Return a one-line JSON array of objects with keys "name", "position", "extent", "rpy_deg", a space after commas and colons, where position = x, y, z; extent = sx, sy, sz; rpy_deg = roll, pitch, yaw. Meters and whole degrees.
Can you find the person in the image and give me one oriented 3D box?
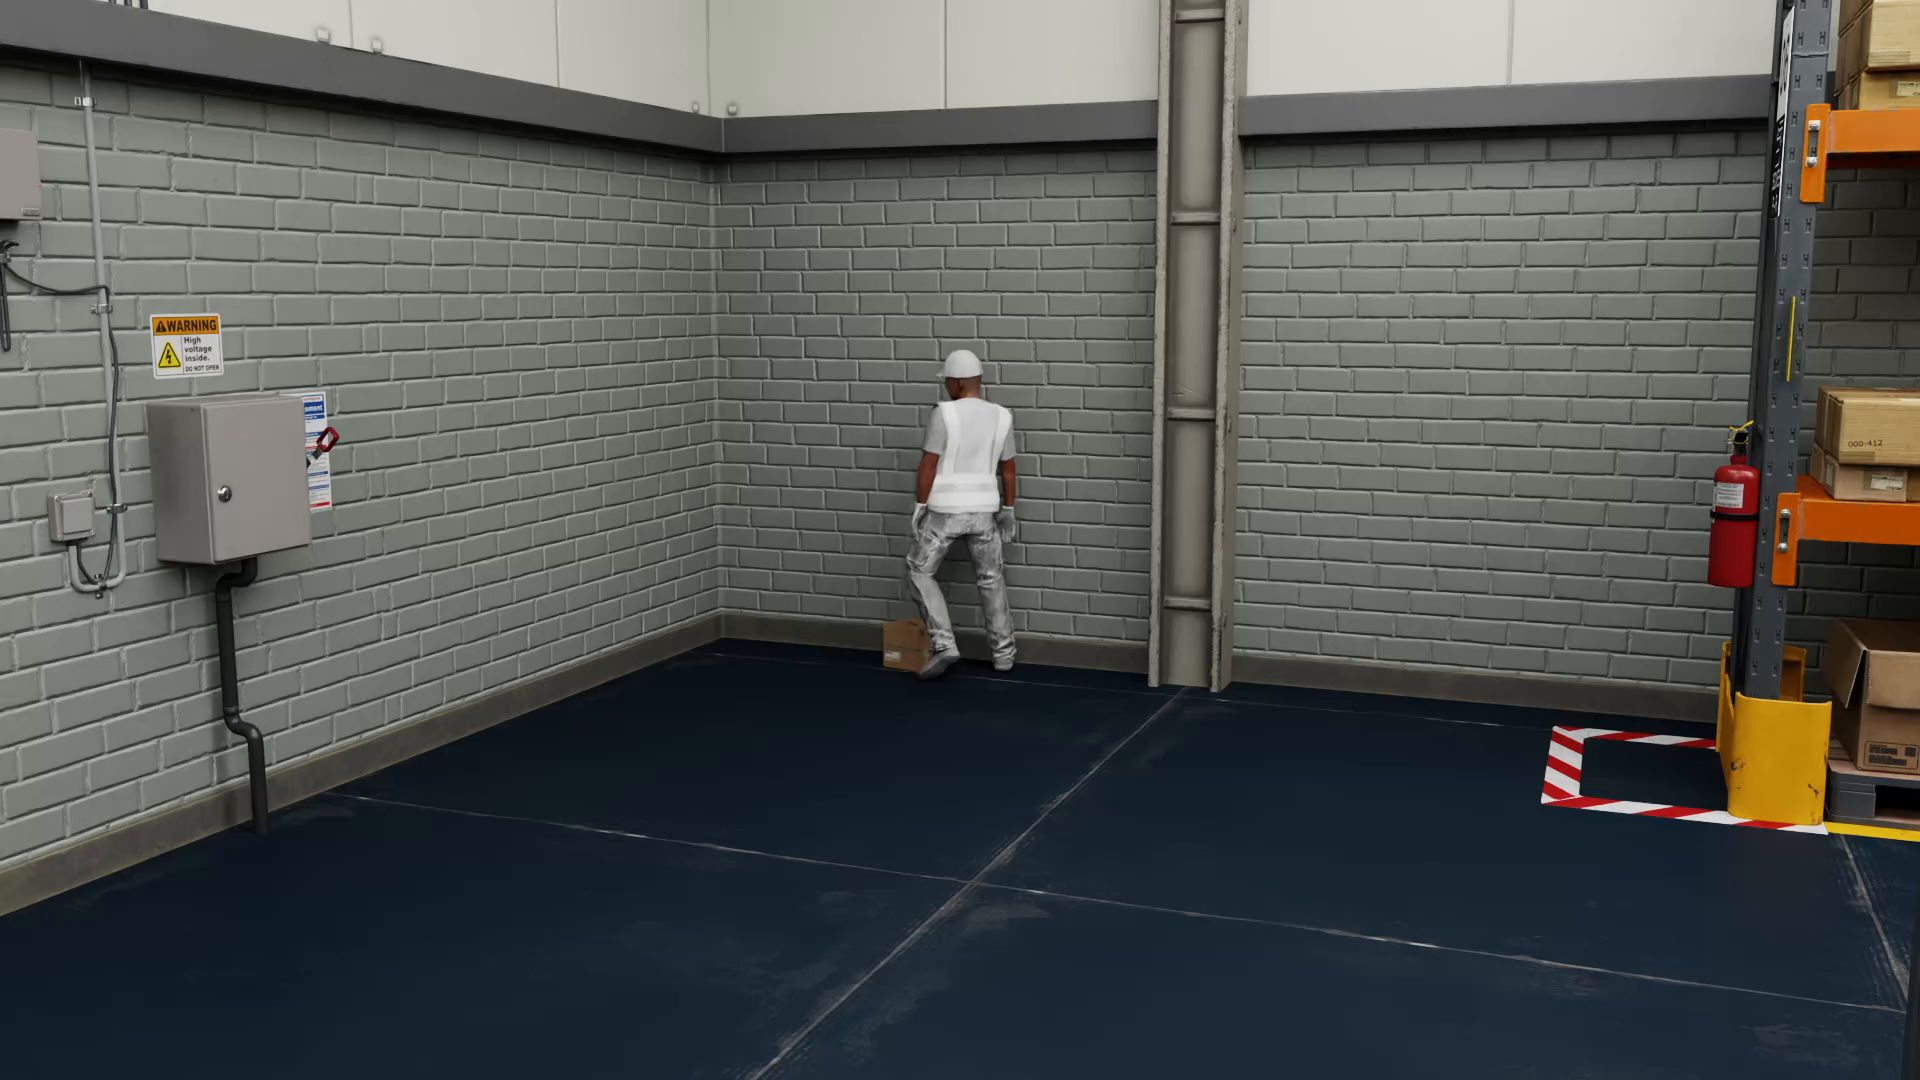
[{"name": "person", "position": [0.042, -0.137, 9.144], "extent": [0.682, 1.801, 0.412], "rpy_deg": [-5, 10, -28]}]
